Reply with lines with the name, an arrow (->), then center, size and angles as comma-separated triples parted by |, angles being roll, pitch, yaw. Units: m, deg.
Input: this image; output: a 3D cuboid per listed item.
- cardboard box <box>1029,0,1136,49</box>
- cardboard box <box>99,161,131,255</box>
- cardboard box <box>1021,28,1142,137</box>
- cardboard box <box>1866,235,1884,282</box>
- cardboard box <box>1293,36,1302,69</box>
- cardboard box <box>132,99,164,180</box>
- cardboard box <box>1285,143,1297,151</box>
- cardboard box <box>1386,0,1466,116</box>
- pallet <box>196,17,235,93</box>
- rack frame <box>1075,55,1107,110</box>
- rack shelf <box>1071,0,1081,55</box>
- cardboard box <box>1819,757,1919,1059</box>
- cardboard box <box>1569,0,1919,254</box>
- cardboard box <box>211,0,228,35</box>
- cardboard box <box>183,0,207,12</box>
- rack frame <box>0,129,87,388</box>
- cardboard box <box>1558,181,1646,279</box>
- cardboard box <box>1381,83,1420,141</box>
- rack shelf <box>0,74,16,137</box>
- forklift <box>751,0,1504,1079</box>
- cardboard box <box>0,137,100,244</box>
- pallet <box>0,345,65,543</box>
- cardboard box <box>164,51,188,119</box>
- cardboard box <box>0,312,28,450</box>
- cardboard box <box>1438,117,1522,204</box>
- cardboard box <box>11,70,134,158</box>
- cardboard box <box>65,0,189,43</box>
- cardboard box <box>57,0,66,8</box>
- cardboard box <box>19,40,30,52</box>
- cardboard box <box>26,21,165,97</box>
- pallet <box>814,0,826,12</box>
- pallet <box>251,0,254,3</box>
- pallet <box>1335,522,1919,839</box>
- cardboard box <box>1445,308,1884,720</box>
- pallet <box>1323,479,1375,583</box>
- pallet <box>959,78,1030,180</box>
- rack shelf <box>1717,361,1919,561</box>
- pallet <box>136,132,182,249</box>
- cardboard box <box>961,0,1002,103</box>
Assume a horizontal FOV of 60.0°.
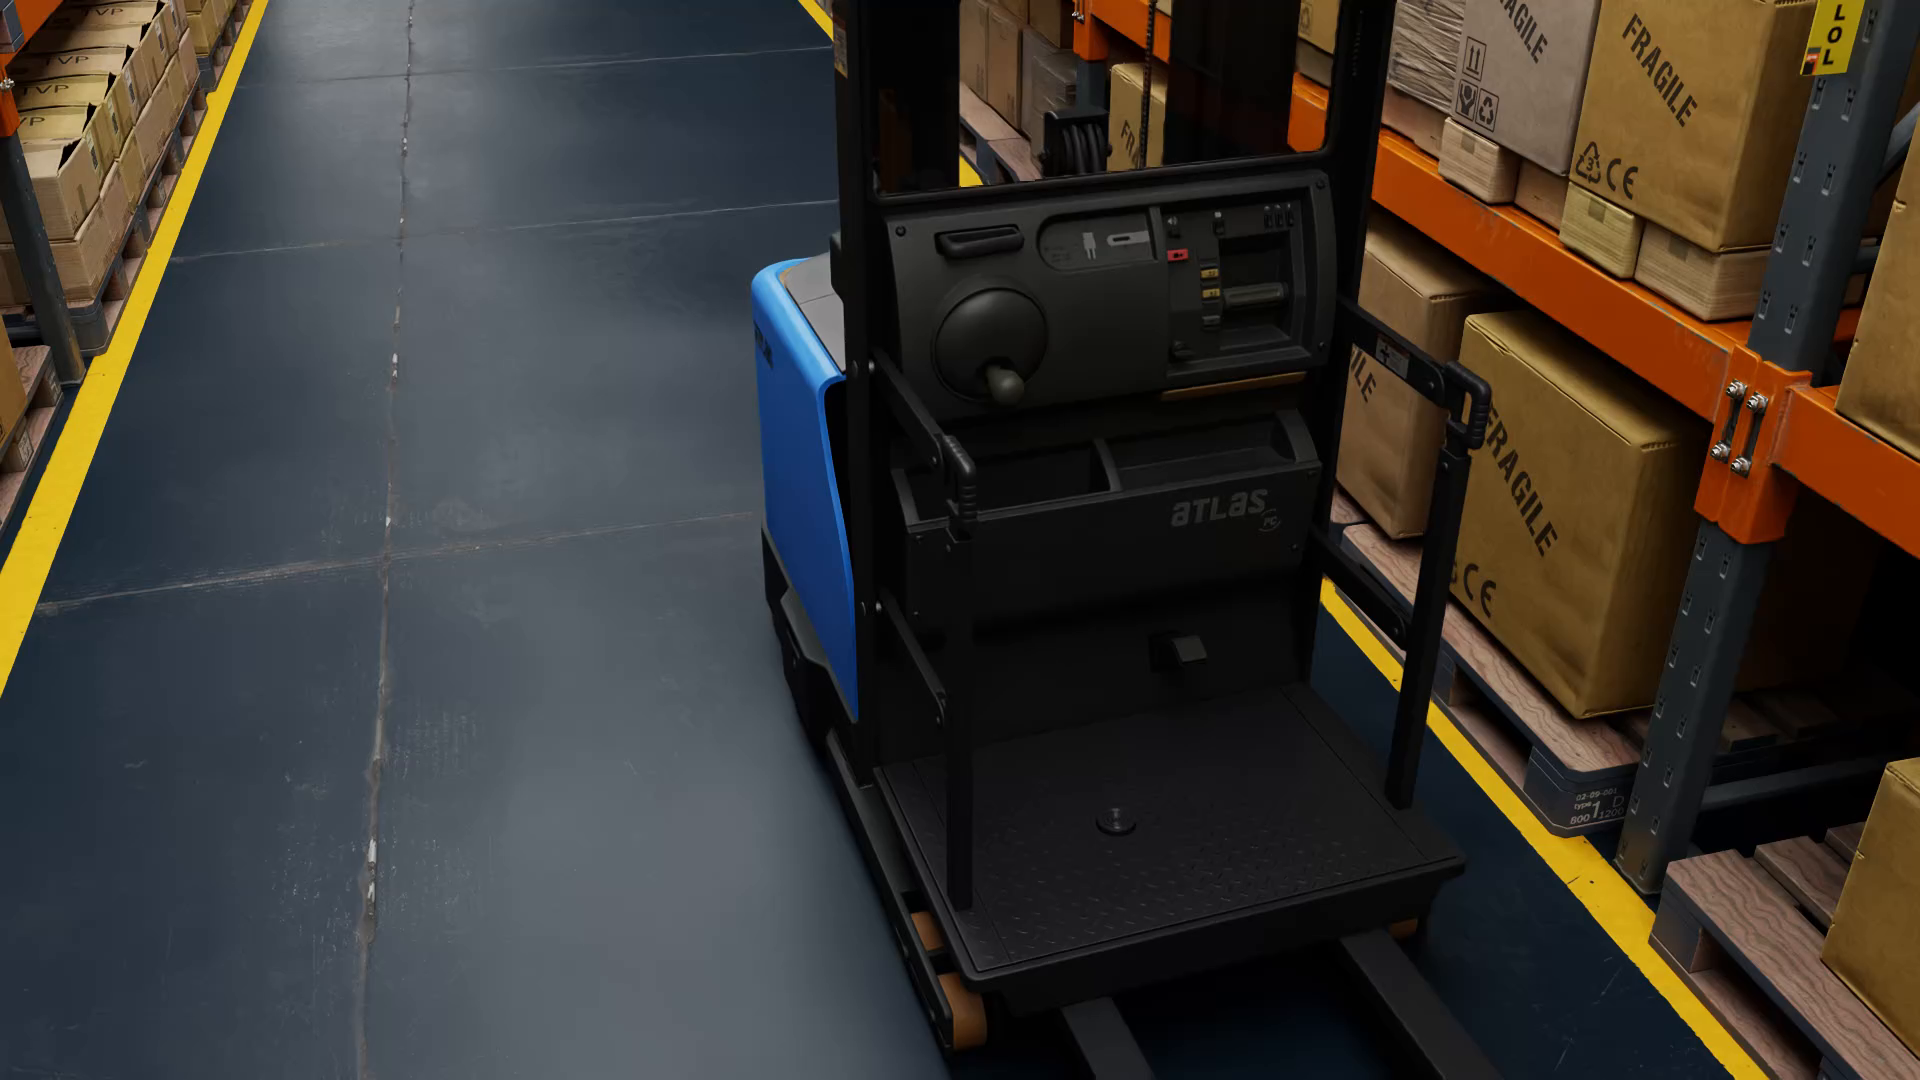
cardboard box -> 0.643, -2.558, 7.982 | 0.500, 0.250, 0.500 | -7, 31, -12
cardboard box -> -3.790, -1.366, 6.941 | 0.500, 0.250, 0.500 | -9, 31, -15
cardboard box -> 0.709, -2.214, 8.136 | 0.700, 0.500, 0.500 | -8, 31, -13
cardboard box -> 2.139, -0.656, 3.620 | 0.380, 0.149, 0.250 | -9, 31, -15
cardboard box -> 1.207, -1.593, 5.238 | 0.380, 0.149, 0.250 | -7, 31, -13
cardboard box -> -4.070, -1.864, 7.802 | 0.500, 0.250, 0.500 | -7, 31, -12
cardboard box -> 1.270, -0.955, 5.632 | 0.750, 0.750, 0.750 | -8, 31, -14
cardboard box -> 1.401, -1.427, 4.305 | 0.500, 0.500, 0.500 | -8, 31, -13
pallet -> -5.032, -2.954, 10.143 | 1.003, 0.211, 1.213 | -8, 31, -13
rack frame -> 0.975, -2.500, 6.575 | 1.000, 3.000, 0.127 | -8, 31, -13
rack shelf -> 0.444, -3.155, 8.424 | 1.077, 0.370, 4.000 | -8, 31, -13
cardboard box -> 2.136, 0.707, 3.111 | 0.700, 0.500, 0.500 | -7, 31, -13
cardboard box -> 1.671, -0.938, 3.460 | 0.500, 0.500, 0.500 | -8, 31, -14
cardboard box -> -4.820, -3.270, 10.230 | 0.500, 0.250, 0.500 | -8, 31, -13
cardboard box -> -4.683, -3.353, 9.626 | 0.500, 0.500, 0.500 | -8, 31, -13
rack frame -> -3.800, -1.840, 5.434 | 1.000, 3.000, 0.127 | -8, 31, -13
cardboard box -> 1.584, -0.713, 3.717 | 0.380, 0.149, 0.250 | -7, 31, -12
cardboard box -> 1.379, -1.213, 4.582 | 0.380, 0.149, 0.250 | -9, 31, -15
rack shelf -> -3.269, -0.562, 3.945 | 1.077, 0.370, 4.000 | -8, 31, -13
forklift -> 0.383, -0.444, 3.092 | 1.130, 2.935, 3.031 | -9, 31, -16
cardboard box -> -3.656, -1.366, 6.382 | 0.500, 0.311, 0.500 | -7, 31, -12
pallet -> -3.638, -0.267, 5.501 | 1.003, 0.211, 1.213 | -8, 31, -13
cardboard box -> -4.340, -2.357, 8.653 | 0.500, 0.250, 0.500 | -8, 31, -14
cardboard box -> -3.325, -0.528, 5.223 | 0.500, 0.500, 0.500 | -7, 31, -11
cardboard box -> 1.432, -0.963, 4.151 | 0.380, 0.149, 0.250 | -8, 31, -13
cardboard box -> -3.937, -1.865, 7.244 | 0.500, 0.311, 0.500 | -9, 31, -15
cardboard box -> -4.478, -2.849, 8.943 | 0.500, 0.311, 0.500 | -8, 31, -13
cardboard box -> -4.992, -2.773, 8.813 | 0.500, 0.311, 0.500 | -8, 31, -13
cardboard box -> -4.726, -2.281, 7.962 | 0.500, 0.311, 0.500 | -9, 31, -15
cardboard box -> -4.204, -2.357, 8.093 | 0.500, 0.311, 0.500 | -8, 31, -13
pallet -> -0.626, -4.135, 12.184 | 1.003, 0.211, 1.213 | -8, 31, -13
pallet -> -5.680, -4.133, 12.180 | 1.003, 0.211, 1.213 | -8, 31, -13
pallet -> 1.759, 0.276, 4.562 | 1.003, 0.211, 1.213 | -8, 31, -13
cardboard box -> 1.739, -0.116, 4.183 | 0.750, 0.750, 0.750 | -7, 31, -13
pallet -> 1.432, -0.314, 5.582 | 1.003, 0.211, 1.213 | -8, 31, -13
pallet -> 0.449, -2.259, 8.942 | 1.003, 0.211, 1.213 | -8, 31, -13
rack shelf -> 2.567, 0.709, 1.749 | 1.077, 0.370, 4.000 | -8, 31, -13
pallet -> -4.301, -1.624, 7.845 | 1.003, 0.211, 1.213 | -8, 31, -13
cardboard box -> 0.407, -2.693, 8.964 | 0.700, 0.500, 0.500 | -8, 31, -13
